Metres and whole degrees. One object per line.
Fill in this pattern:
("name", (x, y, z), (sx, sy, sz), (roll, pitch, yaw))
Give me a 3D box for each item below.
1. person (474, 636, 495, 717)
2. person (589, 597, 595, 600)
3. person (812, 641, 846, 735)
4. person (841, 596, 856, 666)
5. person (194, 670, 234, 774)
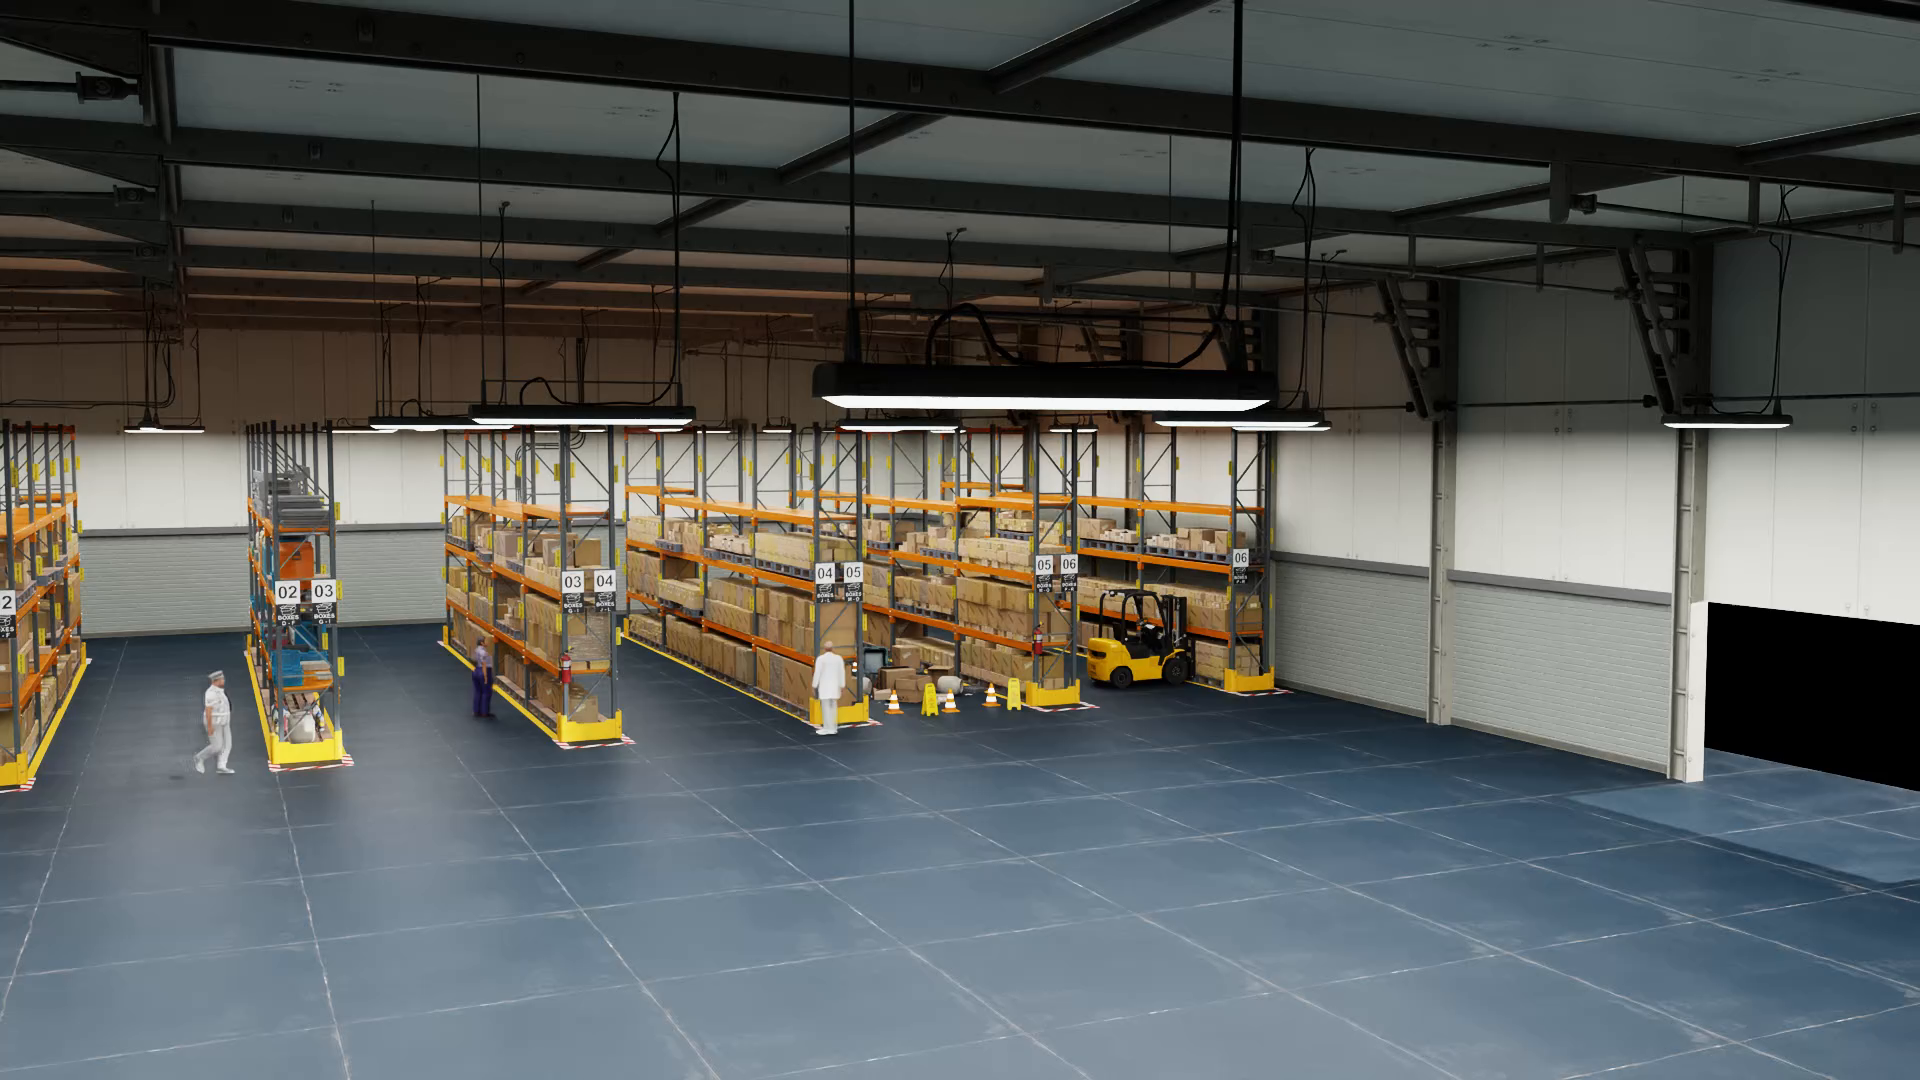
("person", (-9.684, 2.785, 33.873), (0.345, 1.625, 0.513), (-3, 5, -43))
("person", (-10.631, 1.852, 48.873), (0.514, 1.614, 0.845), (0, 4, 0))
("person", (-2.518, 2.838, 31.955), (0.640, 1.801, 0.454), (-1, 4, -23))
("person", (-2.747, 2.257, 41.314), (0.519, 1.783, 0.599), (-3, 4, -38))
("person", (-12.597, 3.079, 28.074), (0.618, 1.750, 0.566), (1, 4, 11))
